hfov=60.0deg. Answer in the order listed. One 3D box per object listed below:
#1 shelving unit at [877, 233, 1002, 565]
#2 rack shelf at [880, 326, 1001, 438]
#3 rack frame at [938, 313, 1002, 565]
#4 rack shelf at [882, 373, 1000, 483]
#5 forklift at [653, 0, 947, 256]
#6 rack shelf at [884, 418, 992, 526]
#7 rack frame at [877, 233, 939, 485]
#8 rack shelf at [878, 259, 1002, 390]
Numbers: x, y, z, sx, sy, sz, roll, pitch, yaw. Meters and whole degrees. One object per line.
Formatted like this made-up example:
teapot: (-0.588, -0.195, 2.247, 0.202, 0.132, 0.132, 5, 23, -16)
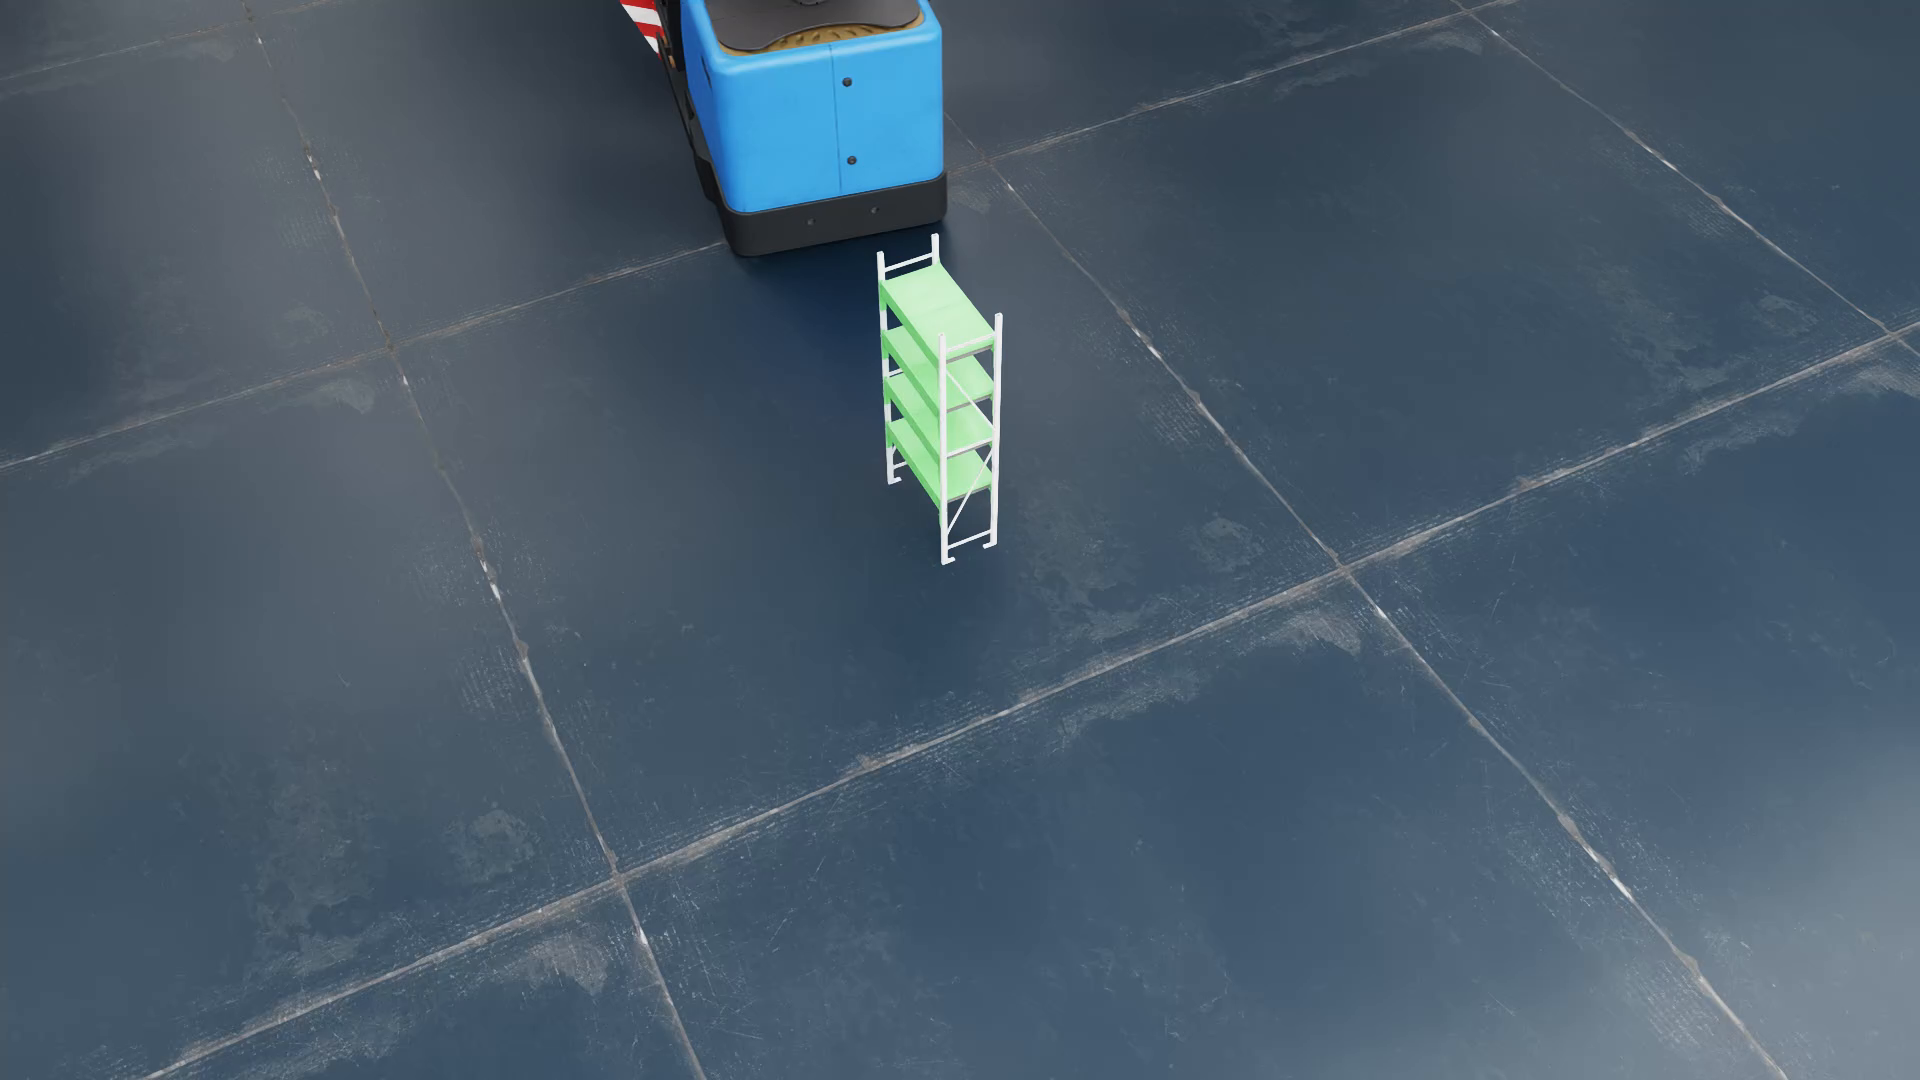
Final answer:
shelving unit: (-0.076, -0.506, 6.288, 0.258, 1.200, 0.503, -21, 52, -18)
rack shelf: (-0.076, -0.622, 6.155, 0.258, 0.148, 0.480, -21, 52, -18)
rack frame: (0.036, -0.342, 6.145, 0.240, 1.200, 0.015, -21, 52, -18)
rack shelf: (-0.076, -0.464, 6.336, 0.258, 0.148, 0.480, -21, 52, -18)
forklift: (-0.972, -3.415, 7.682, 1.130, 2.935, 3.031, -13, 50, -11)
rack shelf: (-0.076, -0.306, 6.517, 0.258, 0.148, 0.480, -21, 52, -18)
rack frame: (-0.187, -0.669, 6.431, 0.240, 1.200, 0.015, -21, 52, -18)
rack shelf: (-0.076, -0.780, 5.975, 0.258, 0.148, 0.480, -21, 52, -18)
